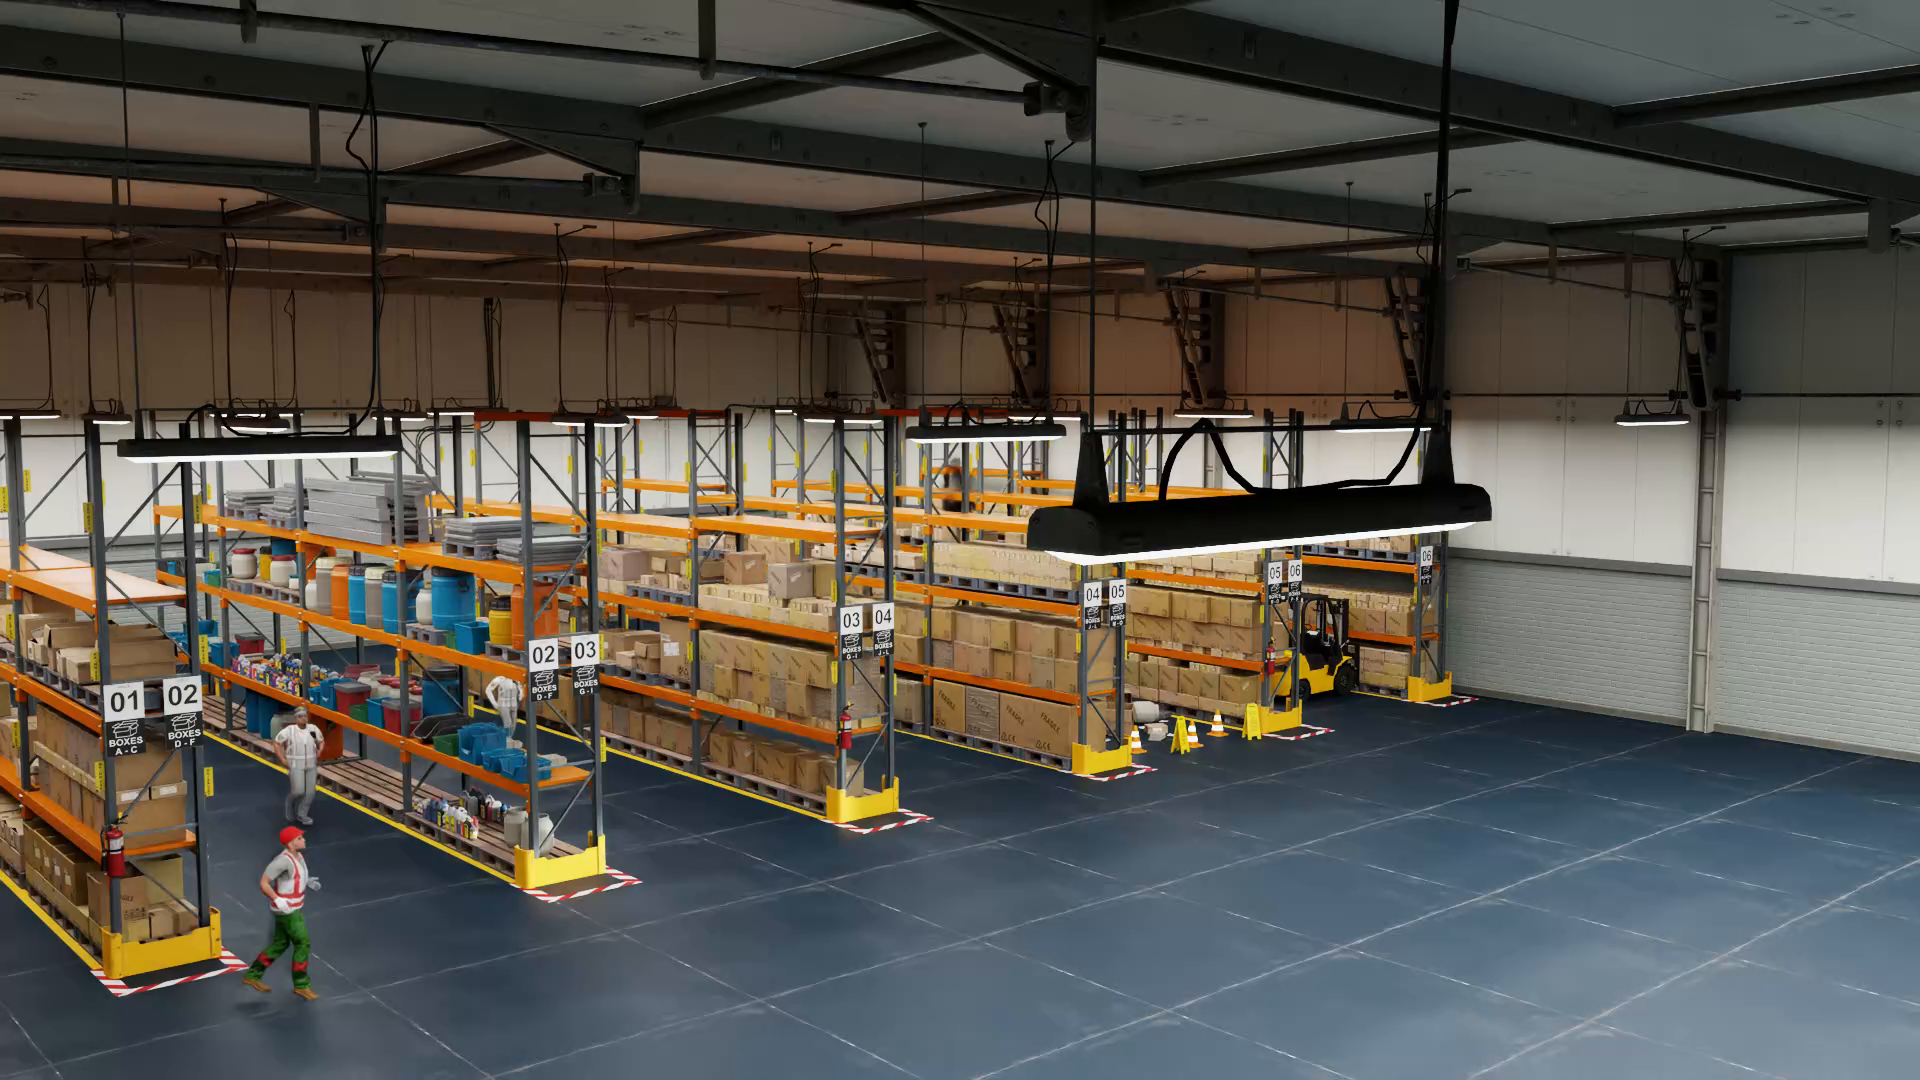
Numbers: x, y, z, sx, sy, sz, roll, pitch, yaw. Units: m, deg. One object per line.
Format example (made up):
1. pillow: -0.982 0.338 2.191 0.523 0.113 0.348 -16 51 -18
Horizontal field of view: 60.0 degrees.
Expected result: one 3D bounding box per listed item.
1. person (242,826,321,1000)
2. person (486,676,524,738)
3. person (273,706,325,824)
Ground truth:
1. person: -7.139 3.916 17.493 0.795 1.839 0.646 -1 5 -11
2. person: -7.905 2.930 29.123 0.667 1.665 0.532 -5 7 -43
3. person: -9.646 3.313 24.418 0.710 1.750 0.563 -4 7 -40
